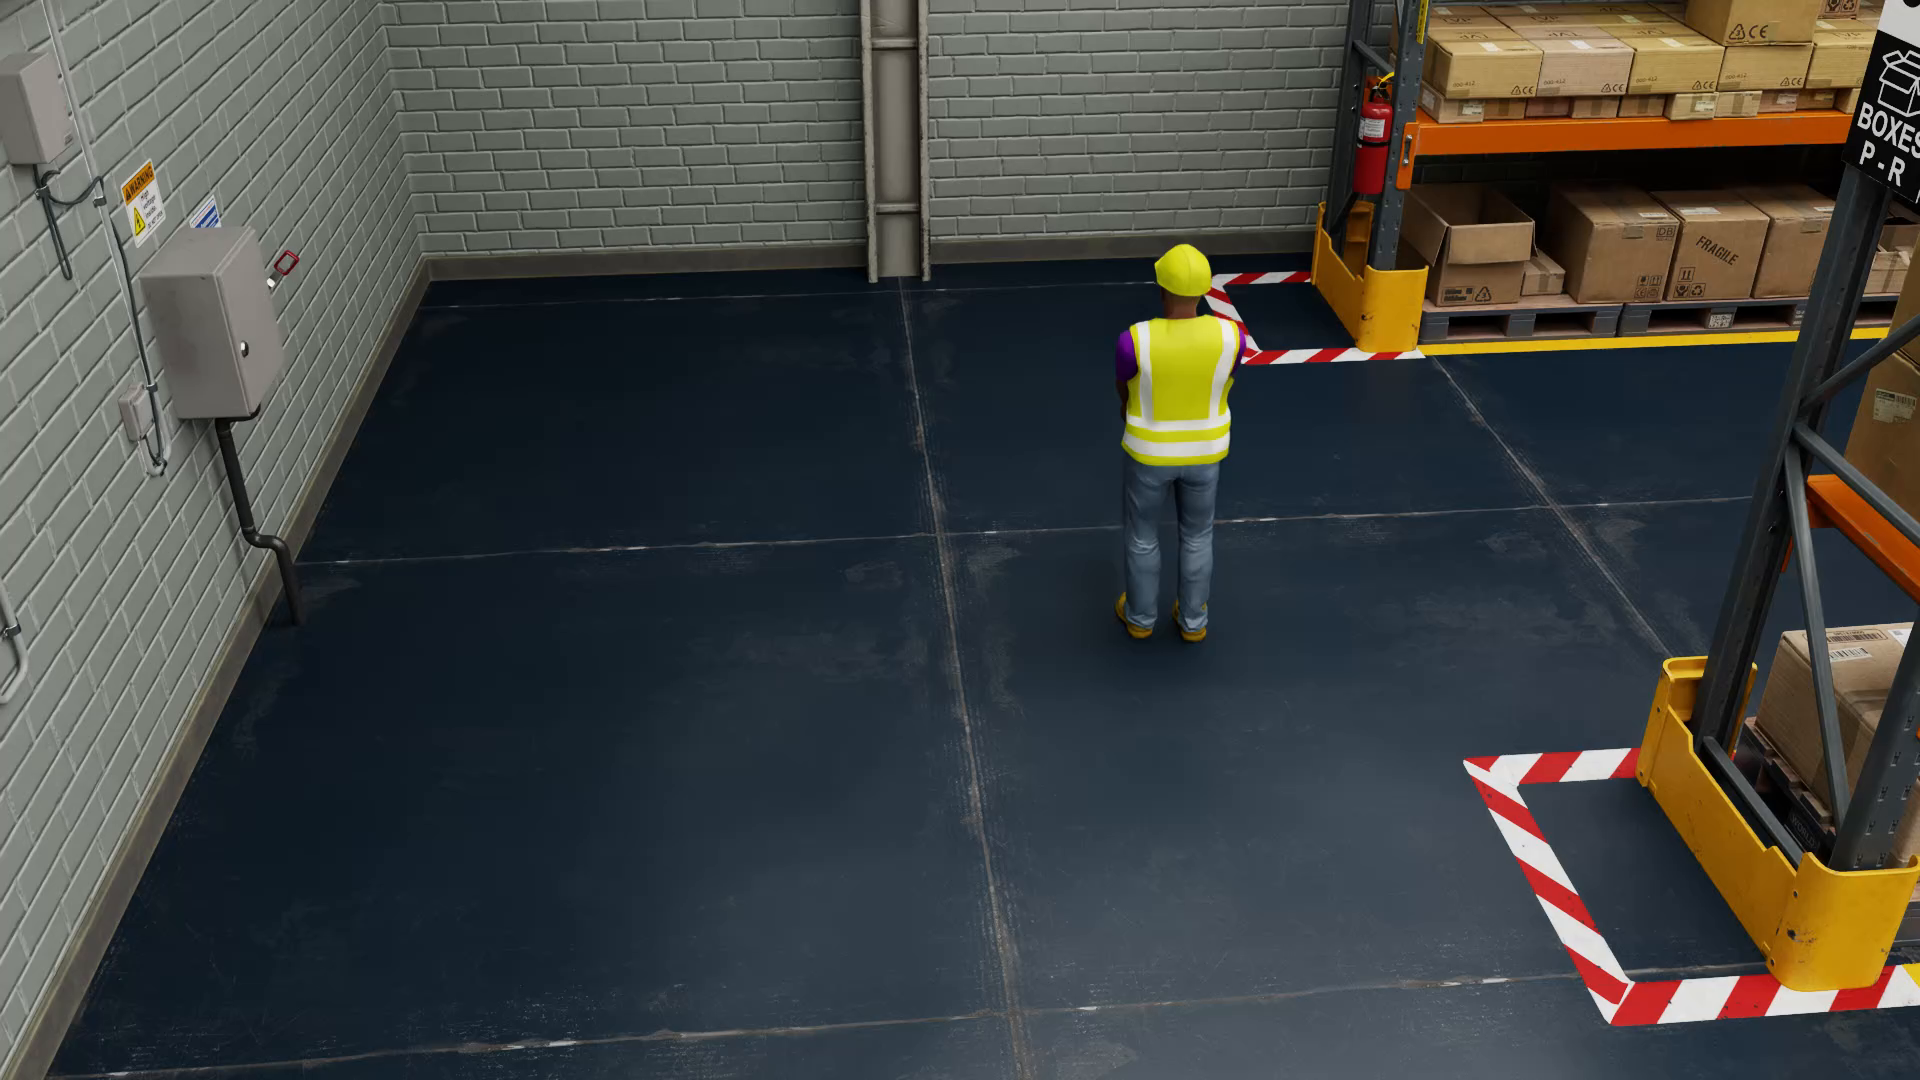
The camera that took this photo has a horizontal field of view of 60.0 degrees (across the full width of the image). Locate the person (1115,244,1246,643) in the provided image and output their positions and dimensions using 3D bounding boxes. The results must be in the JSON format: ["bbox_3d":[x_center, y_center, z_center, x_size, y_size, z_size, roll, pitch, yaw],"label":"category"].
[{"bbox_3d":[0.845,-0.416,6.807,0.504,1.762,0.575,-2,31,-4],"label":"person"}]
